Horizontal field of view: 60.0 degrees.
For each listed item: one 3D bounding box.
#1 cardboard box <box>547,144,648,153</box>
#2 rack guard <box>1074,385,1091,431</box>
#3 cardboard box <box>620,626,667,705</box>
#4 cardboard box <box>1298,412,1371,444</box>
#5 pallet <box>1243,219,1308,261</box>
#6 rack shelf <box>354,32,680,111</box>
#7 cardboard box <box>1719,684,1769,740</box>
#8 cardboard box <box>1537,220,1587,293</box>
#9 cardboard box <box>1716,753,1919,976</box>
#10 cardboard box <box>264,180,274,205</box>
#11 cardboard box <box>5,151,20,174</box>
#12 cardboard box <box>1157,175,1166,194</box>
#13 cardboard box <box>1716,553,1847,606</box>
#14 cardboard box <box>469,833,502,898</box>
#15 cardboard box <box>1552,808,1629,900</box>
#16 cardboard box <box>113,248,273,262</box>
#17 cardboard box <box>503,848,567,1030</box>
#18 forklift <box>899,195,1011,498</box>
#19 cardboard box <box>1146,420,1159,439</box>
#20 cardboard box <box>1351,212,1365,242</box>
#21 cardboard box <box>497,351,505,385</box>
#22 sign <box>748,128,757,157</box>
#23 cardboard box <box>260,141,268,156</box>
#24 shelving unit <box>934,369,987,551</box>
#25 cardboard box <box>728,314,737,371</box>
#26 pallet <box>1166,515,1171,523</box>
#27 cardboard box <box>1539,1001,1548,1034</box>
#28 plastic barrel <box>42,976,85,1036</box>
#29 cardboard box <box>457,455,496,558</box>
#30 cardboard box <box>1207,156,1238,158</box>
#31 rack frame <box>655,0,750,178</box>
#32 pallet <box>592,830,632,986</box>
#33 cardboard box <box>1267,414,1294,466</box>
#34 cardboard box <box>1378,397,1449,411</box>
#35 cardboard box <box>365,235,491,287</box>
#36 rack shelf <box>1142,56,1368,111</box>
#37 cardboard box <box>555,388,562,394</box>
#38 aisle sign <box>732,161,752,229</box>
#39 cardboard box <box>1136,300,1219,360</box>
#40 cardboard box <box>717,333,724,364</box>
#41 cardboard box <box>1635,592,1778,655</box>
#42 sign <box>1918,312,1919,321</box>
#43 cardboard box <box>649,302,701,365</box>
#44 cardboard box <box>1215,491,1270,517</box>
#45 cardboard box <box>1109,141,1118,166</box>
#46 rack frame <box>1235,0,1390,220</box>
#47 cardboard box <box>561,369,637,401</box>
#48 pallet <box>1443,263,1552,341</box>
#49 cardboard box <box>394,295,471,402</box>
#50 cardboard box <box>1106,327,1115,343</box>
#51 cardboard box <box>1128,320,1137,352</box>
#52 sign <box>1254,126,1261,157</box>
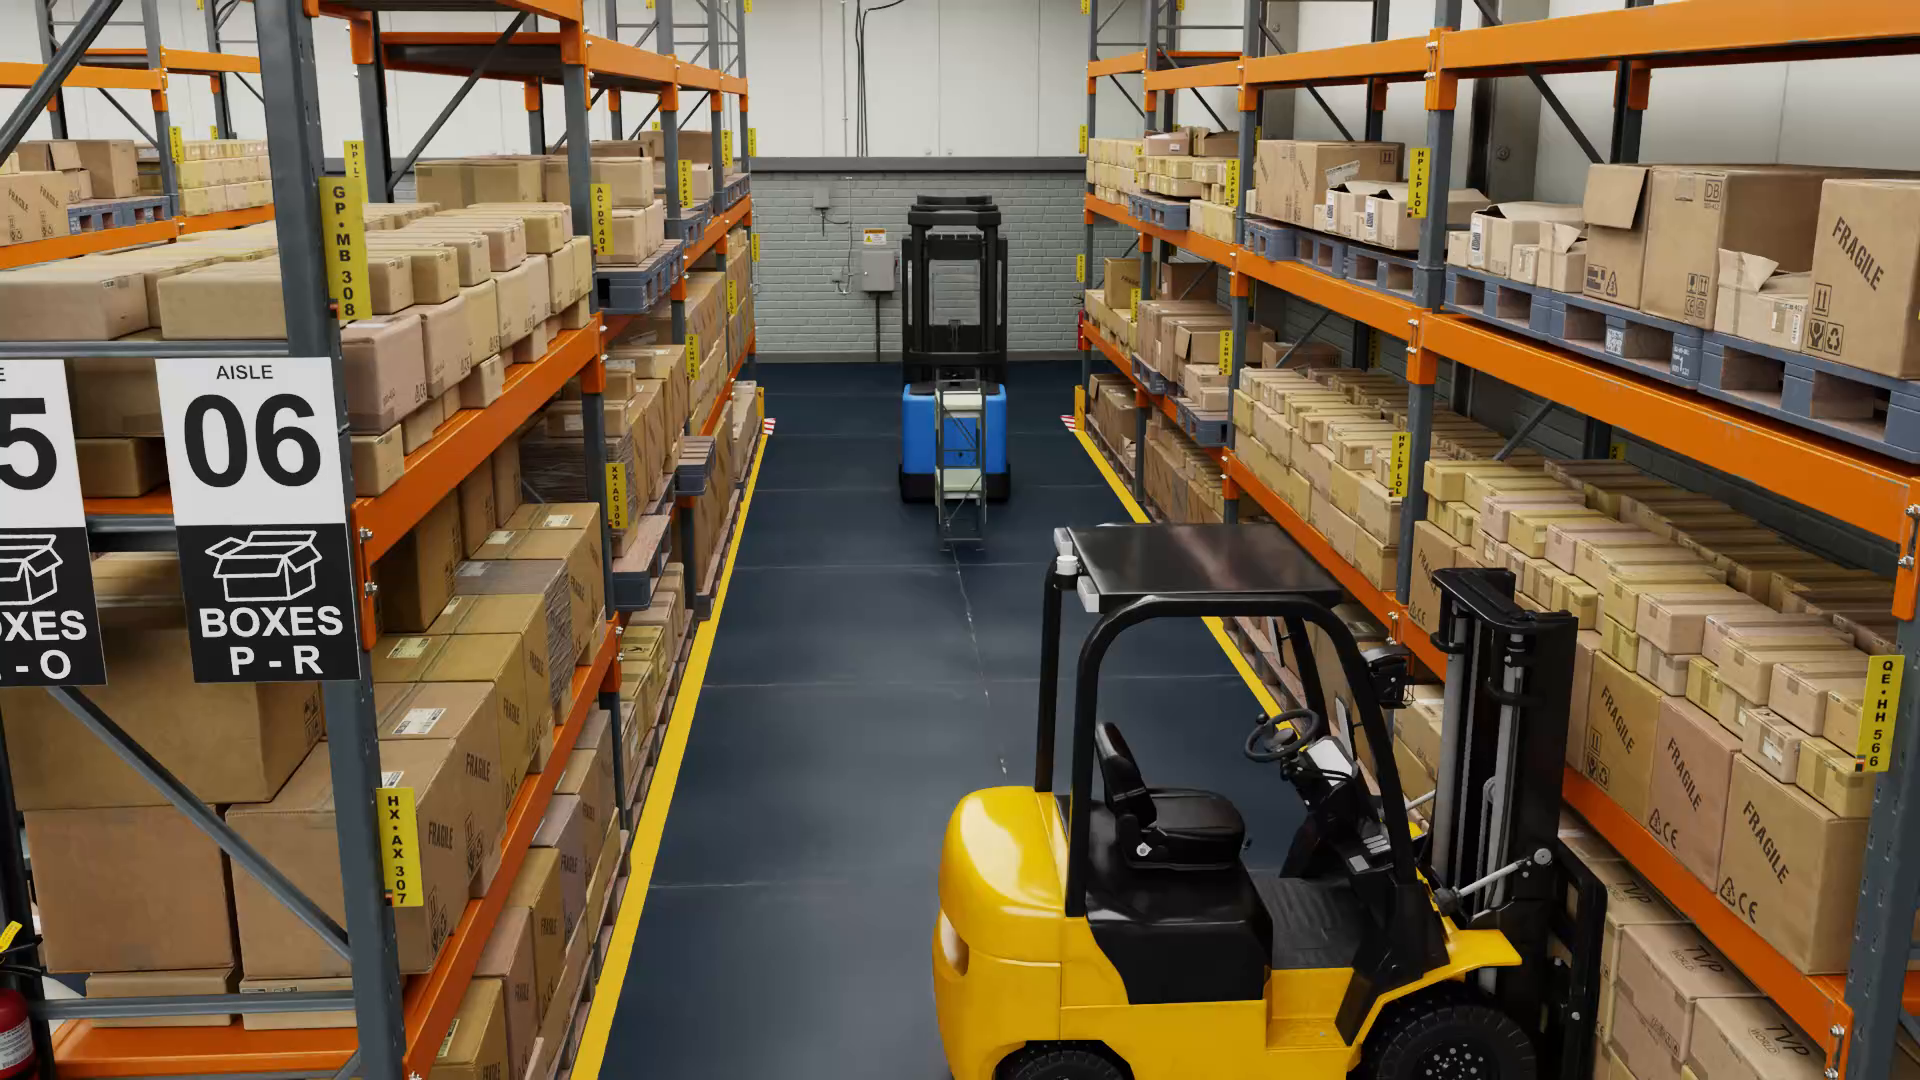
[{"bbox_3d":[-2.716,-2.727,12.543,0.700,0.500,0.500,-2,15,-6],"label":"cardboard box"},{"bbox_3d":[1.998,-1.617,20.309,1.175,0.500,0.348,-1,14,-3],"label":"rack guard"},{"bbox_3d":[-2.345,0.802,10.319,0.950,0.372,0.625,0,14,-2],"label":"cardboard box"},{"bbox_3d":[2.292,-0.688,10.180,0.380,0.149,0.250,-1,14,-5],"label":"cardboard box"},{"bbox_3d":[2.620,-2.051,11.337,1.213,0.211,1.003,0,14,-1],"label":"pallet"},{"bbox_3d":[-2.341,-2.645,9.495,1.077,0.370,4.000,-1,14,-3],"label":"rack shelf"},{"bbox_3d":[2.683,0.559,5.330,0.380,0.149,0.250,-1,14,-2],"label":"cardboard box"},{"bbox_3d":[2.526,-1.128,6.597,0.396,0.266,0.258,-1,14,-5],"label":"cardboard box"},{"bbox_3d":[2.692,0.966,5.052,0.500,0.500,0.500,-1,14,-5],"label":"cardboard box"},{"bbox_3d":[-7.546,-3.688,17.623,0.500,0.250,0.500,0,14,-1],"label":"cardboard box"},{"bbox_3d":[-7.236,-2.846,12.310,0.396,0.266,0.258,-1,14,-3],"label":"cardboard box"},{"bbox_3d":[1.929,-3.100,14.497,0.380,0.149,0.250,-1,14,-4],"label":"cardboard box"},{"bbox_3d":[3.110,0.154,6.309,0.380,0.149,0.250,-1,14,-3],"label":"cardboard box"},{"bbox_3d":[-1.719,1.050,5.428,0.380,0.149,0.250,-1,14,-3],"label":"cardboard box"},{"bbox_3d":[2.542,1.288,6.668,0.500,0.250,0.500,-1,14,-5],"label":"cardboard box"},{"bbox_3d":[-2.261,-0.778,4.916,0.380,0.149,0.250,-1,14,-3],"label":"cardboard box"},{"bbox_3d":[-1.805,1.510,6.310,0.500,0.500,0.500,-1,14,-2],"label":"cardboard box"},{"bbox_3d":[-0.056,-2.143,17.475,1.130,2.935,3.031,0,14,0],"label":"forklift"},{"bbox_3d":[1.998,-1.066,16.020,0.380,0.149,0.250,0,14,-1],"label":"cardboard box"},{"bbox_3d":[2.366,-1.714,9.109,0.380,0.149,0.250,-1,14,-4],"label":"cardboard box"},{"bbox_3d":[-1.806,-0.595,5.802,0.380,0.149,0.250,-1,14,-5],"label":"cardboard box"},{"bbox_3d":[-2.418,-4.617,19.314,0.100,0.325,0.005,-1,14,-3],"label":"sign"},{"bbox_3d":[-7.567,-4.150,17.614,0.380,0.149,0.250,-1,14,-5],"label":"cardboard box"},{"bbox_3d":[0.000,-0.725,14.833,0.431,1.500,0.755,-1,14,-3],"label":"shelving unit"},{"bbox_3d":[-2.480,-1.944,16.360,0.500,0.500,0.500,0,14,-2],"label":"cardboard box"},{"bbox_3d":[2.408,0.004,14.586,1.003,0.211,1.213,-1,14,-3],"label":"pallet"},{"bbox_3d":[2.543,1.772,6.797,0.500,0.250,0.500,0,14,-2],"label":"cardboard box"},{"bbox_3d":[-3.608,1.967,6.530,0.512,0.421,0.421,10,18,35],"label":"plastic barrel"},{"bbox_3d":[-2.396,-0.221,7.063,0.700,0.500,0.500,-1,14,-3],"label":"cardboard box"},{"bbox_3d":[2.439,-3.380,14.989,0.380,0.149,0.250,-1,14,-5],"label":"cardboard box"},{"bbox_3d":[-2.960,-5.675,19.022,1.000,3.000,0.127,-1,14,-3],"label":"rack frame"},{"bbox_3d":[-2.140,1.732,7.870,1.003,0.211,1.213,-1,14,-3],"label":"pallet"},{"bbox_3d":[2.317,-0.657,10.860,0.500,0.250,0.500,-1,14,-5],"label":"cardboard box"},{"bbox_3d":[2.916,-0.826,10.715,0.380,0.149,0.250,-1,14,-4],"label":"cardboard box"},{"bbox_3d":[-1.760,-0.914,5.444,0.380,0.149,0.250,0,14,-2],"label":"cardboard box"},{"bbox_3d":[2.365,-3.718,13.663,1.077,0.370,4.000,-1,14,-3],"label":"rack shelf"},{"bbox_3d":[-2.566,-0.674,9.986,0.500,0.500,0.500,-1,14,-6],"label":"cardboard box"},{"bbox_3d":[-2.655,-4.051,19.533,0.394,0.787,0.004,-1,14,-3],"label":"aisle sign"},{"bbox_3d":[2.048,-1.980,15.658,0.700,0.500,0.500,-1,14,-2],"label":"cardboard box"},{"bbox_3d":[-2.404,-1.714,14.965,0.500,0.250,0.500,-1,14,-2],"label":"cardboard box"},{"bbox_3d":[2.595,0.288,5.786,0.380,0.149,0.250,-1,14,-2],"label":"cardboard box"},{"bbox_3d":[2.442,-0.706,4.112,0.100,0.325,0.005,-1,14,-3],"label":"sign"},{"bbox_3d":[-2.292,-1.562,12.870,0.500,0.500,0.500,-1,14,-3],"label":"cardboard box"},{"bbox_3d":[2.206,-0.283,12.978,0.380,0.149,0.250,-2,15,-6],"label":"cardboard box"},{"bbox_3d":[1.870,-4.121,17.703,0.500,0.250,0.500,0,14,-2],"label":"cardboard box"},{"bbox_3d":[2.489,-3.762,11.590,1.000,3.000,0.127,-1,14,-3],"label":"rack frame"},{"bbox_3d":[-2.063,-0.886,9.507,0.380,0.149,0.250,0,14,0],"label":"cardboard box"},{"bbox_3d":[2.816,-1.060,7.286,1.003,0.211,1.213,-1,14,-3],"label":"pallet"},{"bbox_3d":[-1.756,-0.569,4.901,0.500,0.250,0.500,-1,14,-4],"label":"cardboard box"},{"bbox_3d":[1.807,-2.253,18.266,0.380,0.149,0.250,-1,14,-2],"label":"cardboard box"},{"bbox_3d":[1.966,-2.046,16.663,0.500,0.250,0.500,-1,14,-2],"label":"cardboard box"},{"bbox_3d":[2.795,-3.755,15.754,0.100,0.325,0.005,-1,14,-3],"label":"sign"}]
